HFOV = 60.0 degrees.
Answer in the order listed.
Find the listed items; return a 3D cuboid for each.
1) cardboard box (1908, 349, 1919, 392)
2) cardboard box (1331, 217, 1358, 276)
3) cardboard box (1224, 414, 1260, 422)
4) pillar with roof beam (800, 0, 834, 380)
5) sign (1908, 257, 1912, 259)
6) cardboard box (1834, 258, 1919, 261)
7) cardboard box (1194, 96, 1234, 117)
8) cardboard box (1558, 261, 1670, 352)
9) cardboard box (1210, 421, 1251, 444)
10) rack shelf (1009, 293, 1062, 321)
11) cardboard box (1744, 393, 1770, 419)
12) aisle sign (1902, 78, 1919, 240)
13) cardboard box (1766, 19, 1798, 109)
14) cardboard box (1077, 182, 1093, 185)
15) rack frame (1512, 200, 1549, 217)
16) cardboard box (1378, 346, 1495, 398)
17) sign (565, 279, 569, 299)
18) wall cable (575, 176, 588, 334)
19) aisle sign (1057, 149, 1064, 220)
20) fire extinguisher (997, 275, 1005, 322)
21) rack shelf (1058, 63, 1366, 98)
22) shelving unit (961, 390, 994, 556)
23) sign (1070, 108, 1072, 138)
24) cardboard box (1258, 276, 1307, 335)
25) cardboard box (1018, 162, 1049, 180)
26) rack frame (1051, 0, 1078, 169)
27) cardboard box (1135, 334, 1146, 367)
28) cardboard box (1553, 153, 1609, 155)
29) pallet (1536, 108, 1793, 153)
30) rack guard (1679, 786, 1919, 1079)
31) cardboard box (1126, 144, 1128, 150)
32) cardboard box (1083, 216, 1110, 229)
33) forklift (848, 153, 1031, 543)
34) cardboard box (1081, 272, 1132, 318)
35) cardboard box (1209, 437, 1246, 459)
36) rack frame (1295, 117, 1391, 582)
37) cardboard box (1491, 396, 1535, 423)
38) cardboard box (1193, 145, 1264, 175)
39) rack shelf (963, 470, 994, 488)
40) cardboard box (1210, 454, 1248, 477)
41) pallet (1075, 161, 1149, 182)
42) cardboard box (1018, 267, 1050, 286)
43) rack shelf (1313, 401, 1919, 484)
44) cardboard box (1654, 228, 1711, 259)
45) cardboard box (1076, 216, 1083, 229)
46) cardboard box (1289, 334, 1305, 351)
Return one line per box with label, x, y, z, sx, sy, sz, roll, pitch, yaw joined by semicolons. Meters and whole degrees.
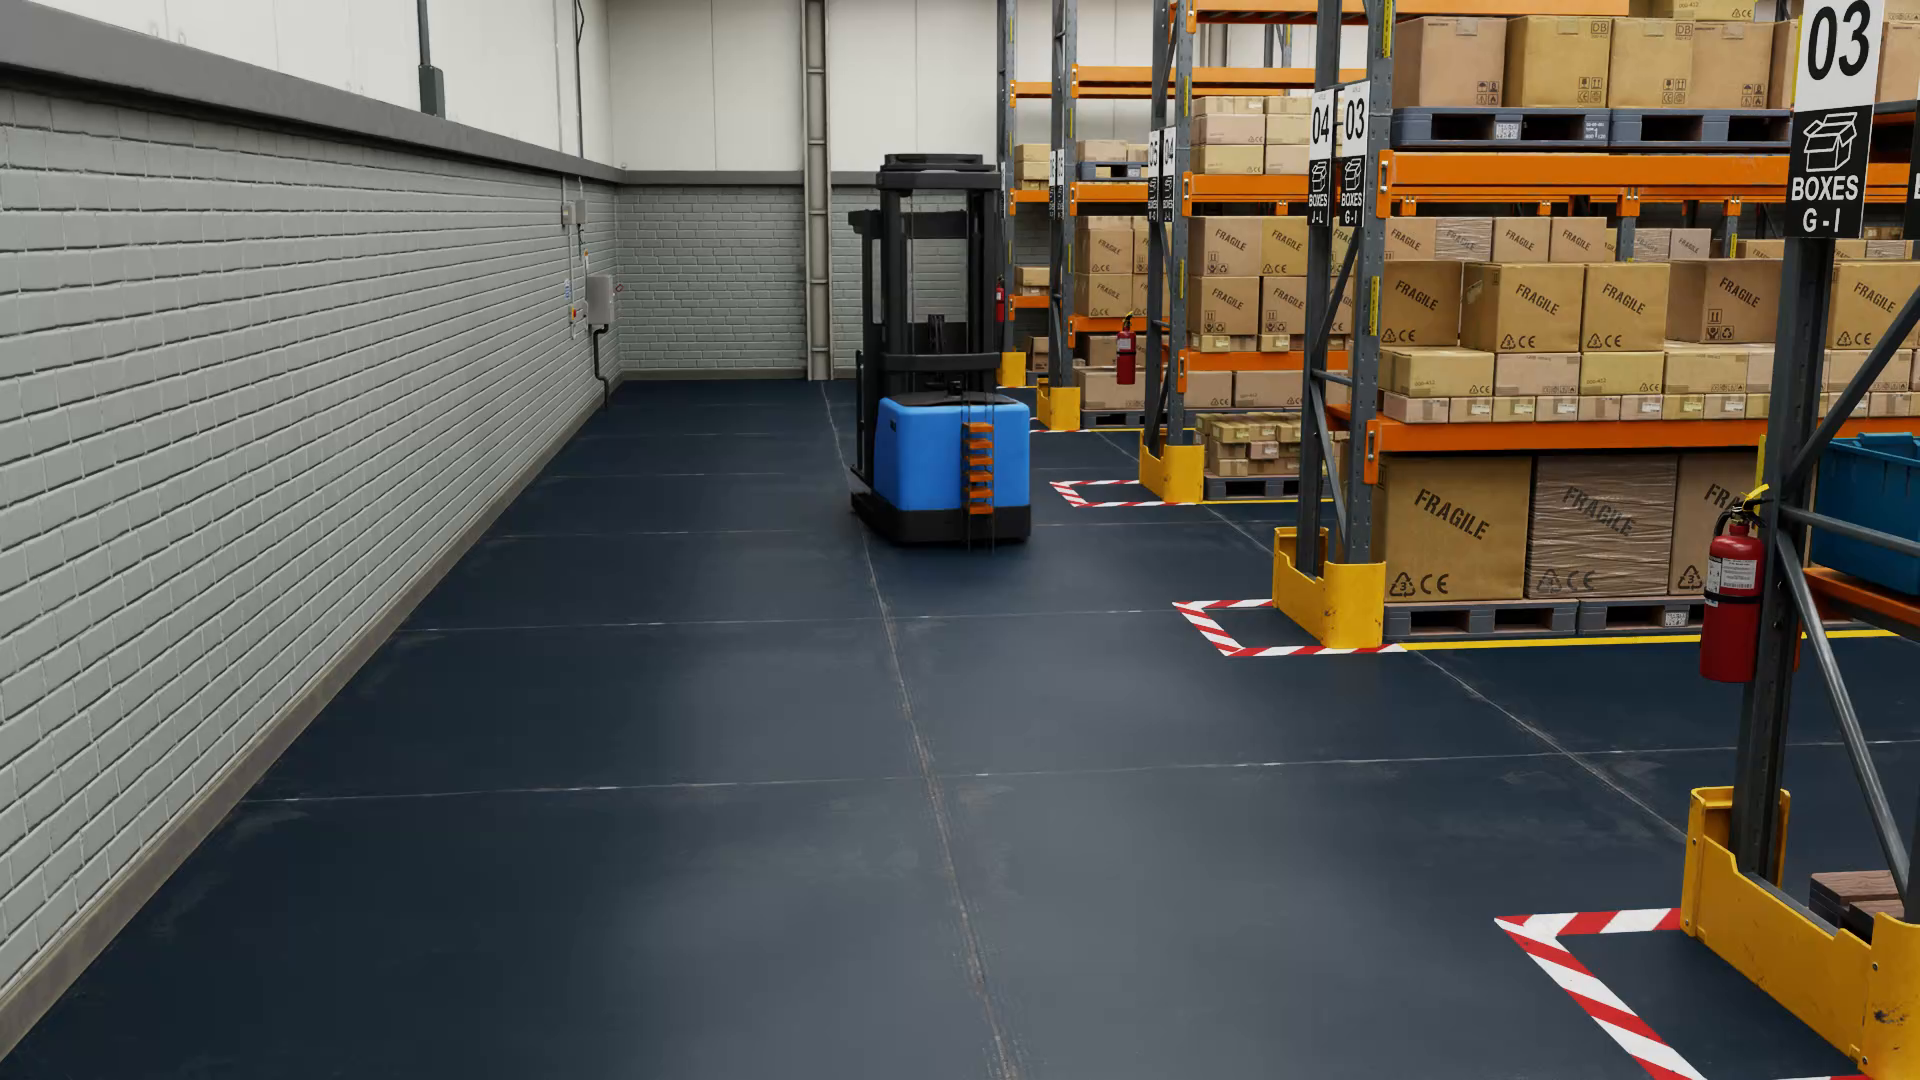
cardboard box;5.829;-1.049;10.047;0.500;0.250;0.500;-1;11;-7
cardboard box;3.323;-2.569;14.536;0.500;0.500;0.500;-1;11;-7
cardboard box;2.583;-1.059;15.240;0.250;0.149;0.380;-1;11;-5
pillar with roof beam;-1.660;-6.040;20.264;0.400;9.000;9.100;-1;11;-6
sign;6.171;-1.669;10.788;0.005;0.325;0.100;-1;11;-6
cardboard box;5.736;-1.516;10.476;0.500;0.500;0.500;-1;11;-6
cardboard box;2.175;-3.709;14.239;0.250;0.149;0.380;-1;11;-7
cardboard box;3.781;-1.374;9.754;0.500;0.500;0.500;-2;11;-8
cardboard box;2.386;-0.951;14.690;0.250;0.149;0.380;-2;11;-9
rack shelf;2.641;-3.494;24.730;4.000;0.370;1.077;-1;11;-6
cardboard box;4.694;-0.817;9.899;0.250;0.149;0.380;-1;11;-7
aisle sign;2.759;-1.220;4.560;0.004;0.787;0.394;-1;11;-6
cardboard box;4.933;-2.774;9.820;0.500;0.500;0.700;-1;11;-3
cardboard box;1.769;-5.114;23.980;0.250;0.149;0.380;-1;11;-5
rack frame;8.606;-3.972;25.296;0.127;3.000;1.000;-1;11;-6
cardboard box;2.769;-0.984;9.713;0.500;0.250;0.500;-2;11;-8
sign;-4.466;-2.854;18.907;0.001;0.218;0.327;-1;11;-6
wall cable;-4.575;-3.502;20.271;0.122;1.984;0.588;-1;11;-6
aisle sign;1.153;-4.072;19.065;0.004;0.787;0.394;-1;11;-6
fire extinguisher;0.557;-3.493;24.025;0.183;0.674;0.296;-1;11;-6
rack shelf;3.181;-5.290;19.348;4.000;0.370;1.077;-1;11;-6
shelving unit;0.130;-0.494;12.271;0.189;1.200;0.258;-3;11;-13
sign;1.247;-4.687;18.683;0.005;0.325;0.100;-1;11;-6
cardboard box;2.833;-2.074;14.610;0.500;0.500;0.500;-1;11;-6
cardboard box;1.124;-5.306;23.925;0.500;0.250;0.500;-1;11;-7
rack frame;1.193;-5.797;19.028;0.127;3.000;1.000;-1;11;-6
cardboard box;2.662;-2.782;24.632;0.500;0.500;0.500;-1;11;-5
cardboard box;5.346;-3.326;14.622;0.500;0.250;0.500;-1;11;-5
pallet;4.215;-2.425;9.880;1.213;0.211;1.003;-1;11;-6
rack guard;2.776;1.226;5.334;0.348;0.500;1.175;-1;11;-6
cardboard box;2.127;-5.576;24.001;0.500;0.250;0.500;-1;11;-7
cardboard box;1.576;-3.666;19.206;0.250;0.149;0.380;-1;11;-5
forklift;-0.301;-1.653;13.680;1.130;2.935;3.031;-3;11;-13
cardboard box;1.701;-2.858;19.368;0.500;0.500;0.500;-1;11;-7
cardboard box;2.377;-0.821;14.800;0.250;0.149;0.380;-1;11;-4
rack frame;2.263;-0.953;9.940;0.127;3.000;1.000;-1;11;-6
cardboard box;3.161;-0.785;9.736;0.250;0.149;0.380;-1;11;-7
cardboard box;2.302;-3.265;14.312;0.500;0.250;0.500;-1;11;-4
rack shelf;0.130;-0.451;12.279;0.180;0.103;0.258;-3;11;-13
cardboard box;2.383;-0.663;14.767;0.250;0.149;0.380;-1;11;-5
pallet;1.929;-4.299;19.415;1.213;0.211;1.003;-1;11;-6
cardboard box;1.133;-3.835;24.219;0.500;0.250;0.500;-1;11;-6
rack shelf;4.251;-0.642;10.221;4.000;0.370;1.077;-1;11;-6
cardboard box;8.660;-3.499;20.038;0.500;0.500;0.500;-2;11;-8
cardboard box;1.528;-3.757;19.671;0.250;0.149;0.380;-1;11;-5
cardboard box;2.950;-1.767;14.732;0.250;0.149;0.380;-1;11;-3
